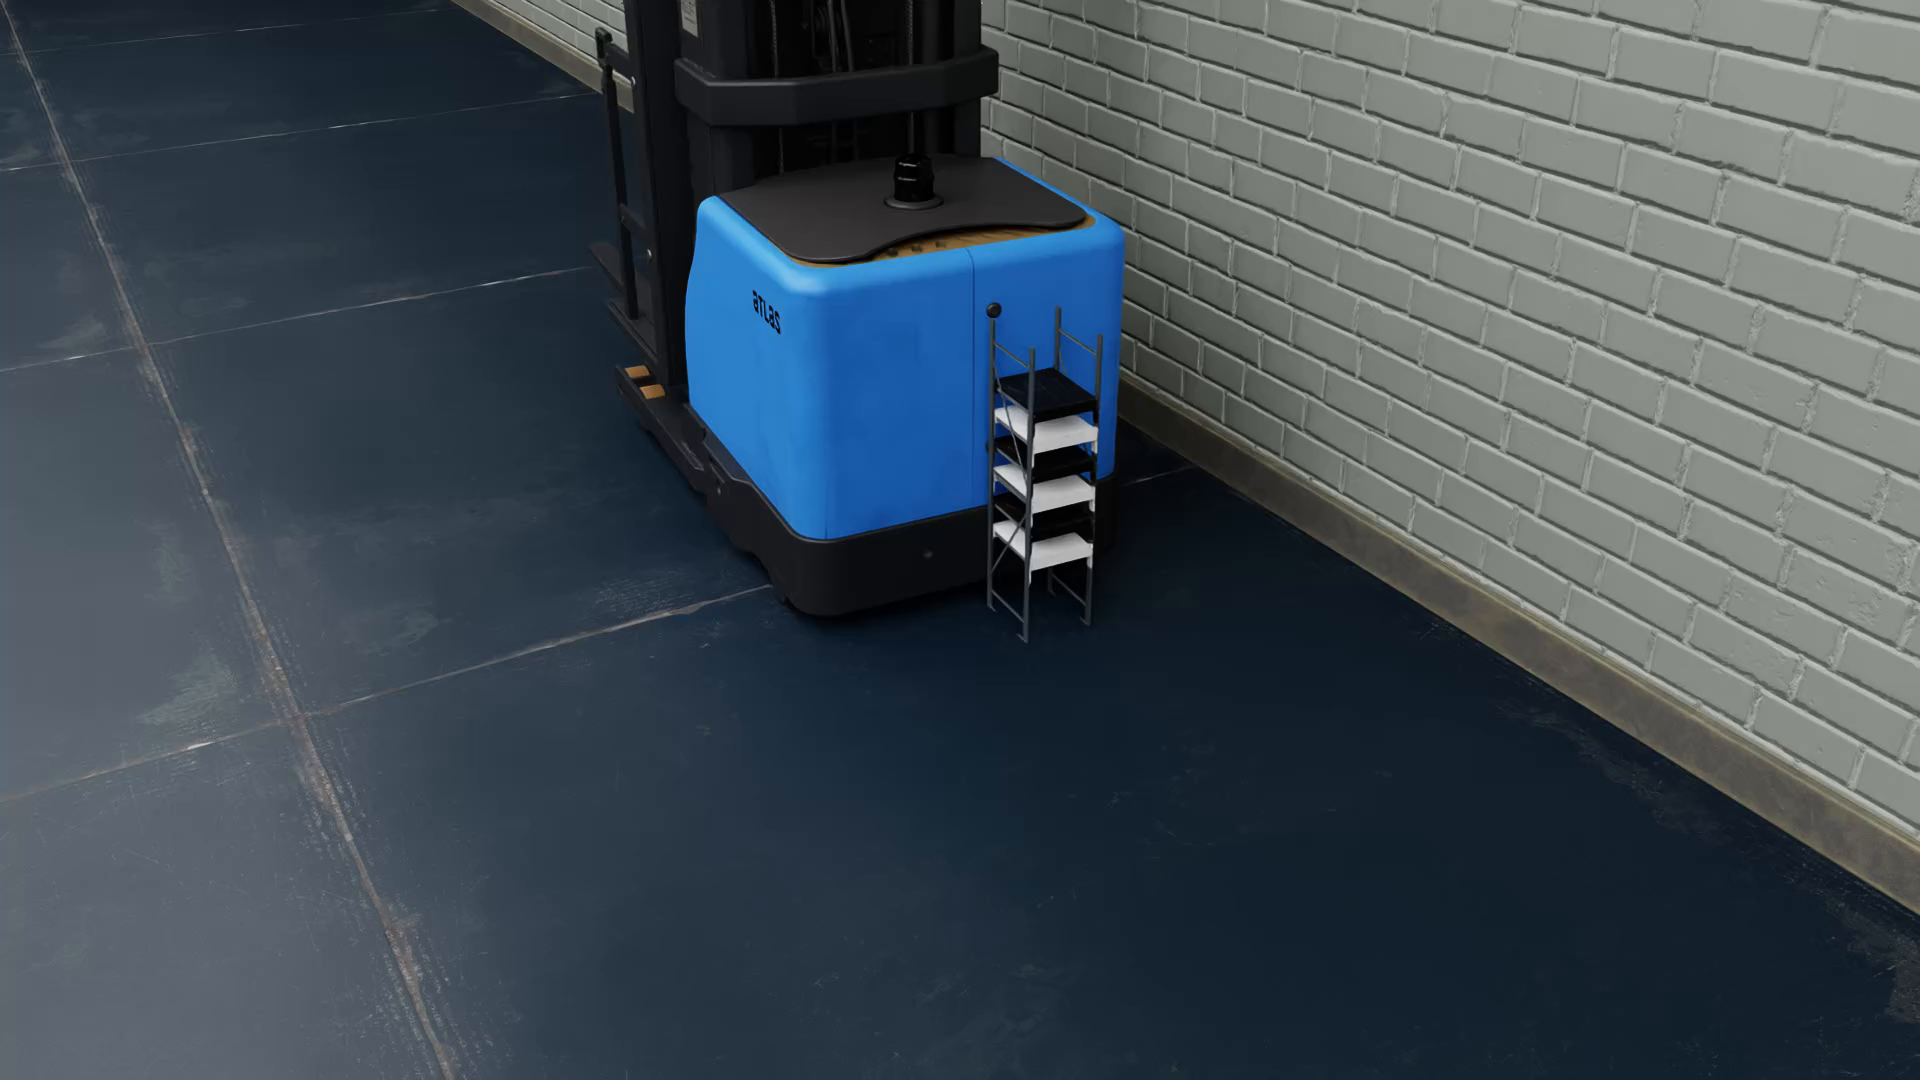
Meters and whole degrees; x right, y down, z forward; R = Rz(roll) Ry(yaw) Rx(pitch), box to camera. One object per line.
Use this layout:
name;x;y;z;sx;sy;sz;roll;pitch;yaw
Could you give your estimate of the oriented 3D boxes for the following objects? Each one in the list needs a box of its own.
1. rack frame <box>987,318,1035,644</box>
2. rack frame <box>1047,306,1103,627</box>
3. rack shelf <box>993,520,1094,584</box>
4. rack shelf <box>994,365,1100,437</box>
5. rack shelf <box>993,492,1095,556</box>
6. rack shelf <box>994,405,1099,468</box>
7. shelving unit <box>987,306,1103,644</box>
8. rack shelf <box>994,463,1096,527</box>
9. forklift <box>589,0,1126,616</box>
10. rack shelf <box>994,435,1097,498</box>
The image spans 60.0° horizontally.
rack frame;0.137;-0.150;4.591;0.006;0.900;0.240;-14;32;-23
rack frame;0.318;-0.195;4.672;0.006;0.900;0.240;-14;32;-23
rack shelf;0.228;0.014;4.734;0.200;0.077;0.258;-14;32;-23
rack shelf;0.228;-0.380;4.517;0.200;0.077;0.258;-14;32;-23
rack shelf;0.228;-0.065;4.691;0.200;0.077;0.258;-14;32;-23
rack shelf;0.228;-0.301;4.560;0.200;0.077;0.258;-14;32;-23
shelving unit;0.228;-0.173;4.631;0.210;0.900;0.258;-14;32;-23
rack shelf;0.228;-0.143;4.647;0.200;0.077;0.258;-14;32;-23
forklift;-0.613;-1.756;5.398;1.130;2.935;3.031;-13;31;-22
rack shelf;0.228;-0.222;4.604;0.200;0.077;0.258;-14;32;-23
